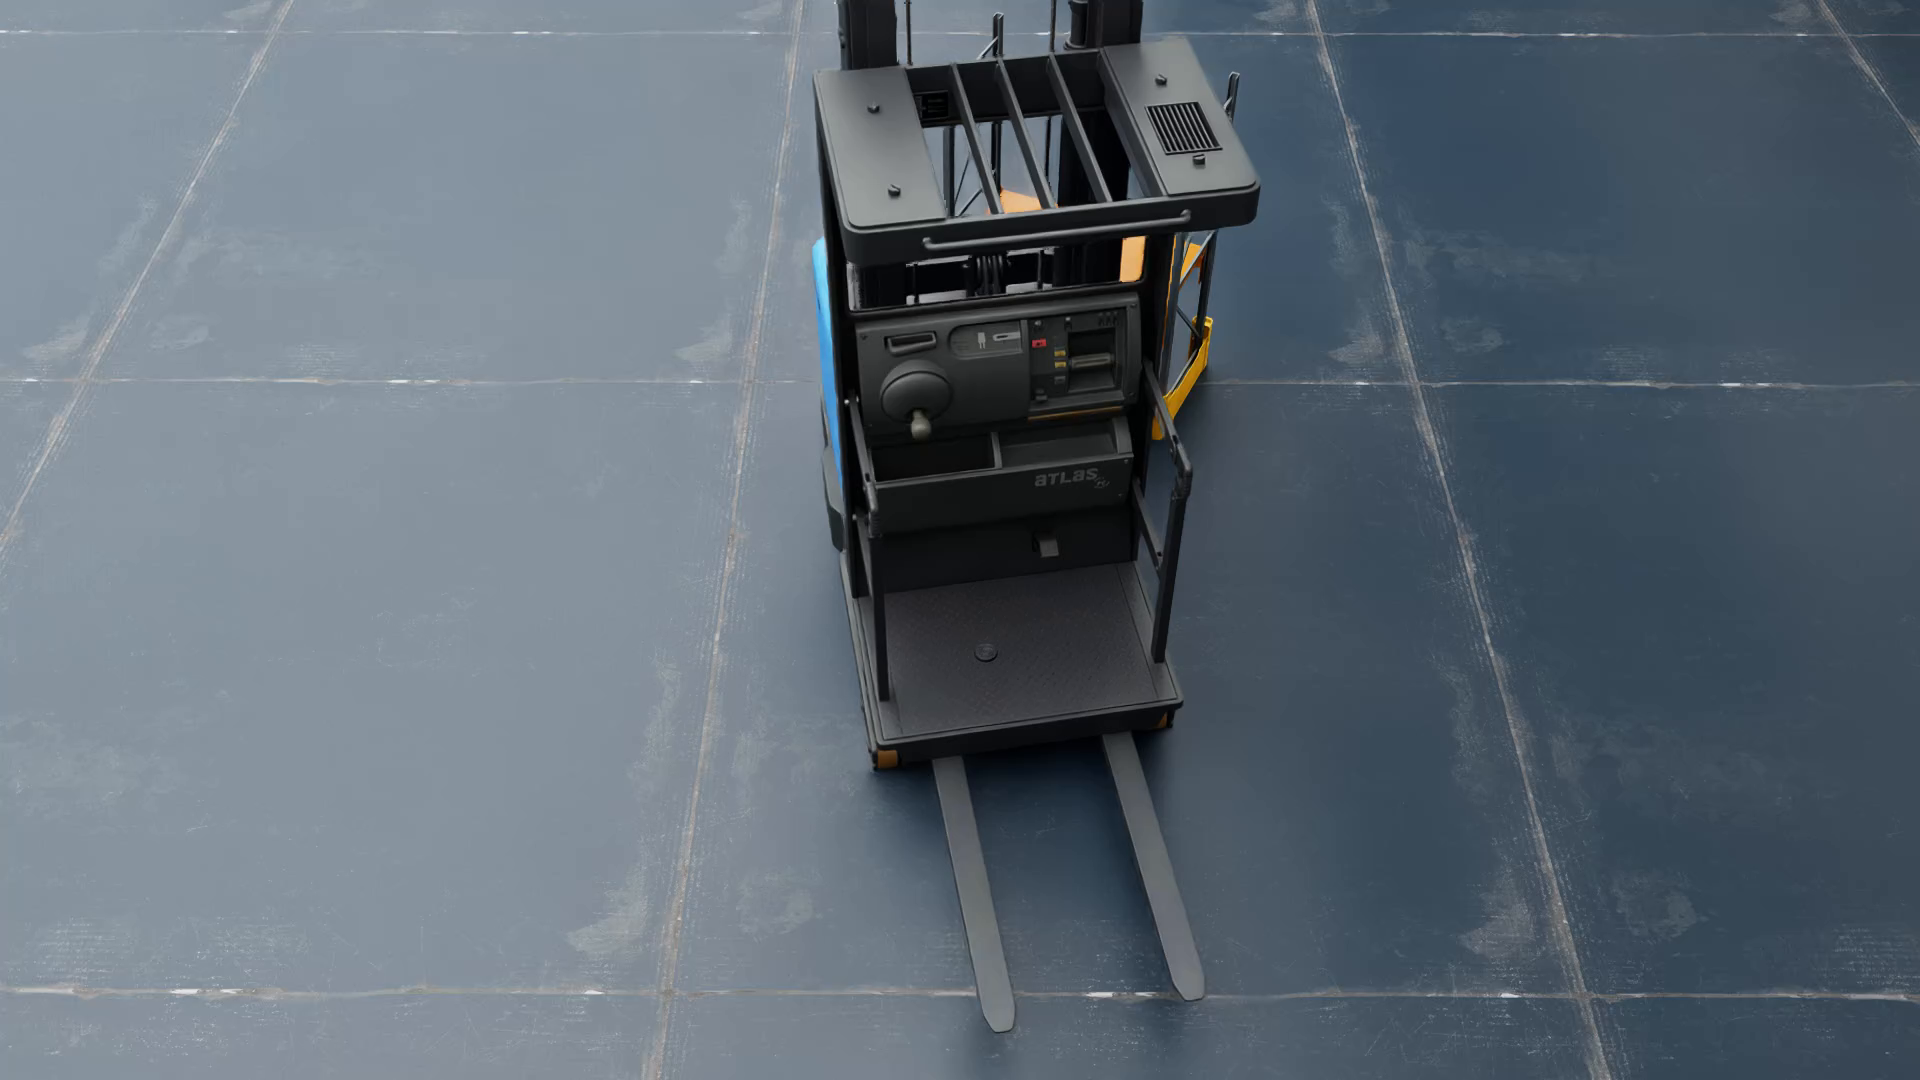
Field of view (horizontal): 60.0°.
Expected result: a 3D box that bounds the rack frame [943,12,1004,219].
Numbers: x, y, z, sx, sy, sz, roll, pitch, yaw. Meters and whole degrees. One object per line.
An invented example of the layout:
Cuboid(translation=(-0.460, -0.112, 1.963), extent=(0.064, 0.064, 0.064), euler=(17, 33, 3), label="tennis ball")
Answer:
Cuboid(translation=(0.054, -1.476, 7.180), extent=(0.032, 1.500, 0.500), euler=(20, 50, 18), label="rack frame")

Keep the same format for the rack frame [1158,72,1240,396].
Cuboid(translation=(0.965, -1.145, 6.872), extent=(0.032, 1.500, 0.500), euler=(20, 50, 18), label="rack frame")

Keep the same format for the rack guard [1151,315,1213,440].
Cuboid(translation=(0.964, -0.720, 7.330), extent=(0.087, 0.250, 0.587), euler=(20, 50, 18), label="rack guard")

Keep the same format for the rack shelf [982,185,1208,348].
Cuboid(translation=(0.510, -1.188, 7.158), extent=(1.000, 0.185, 0.538), euler=(20, 50, 18), label="rack shelf")

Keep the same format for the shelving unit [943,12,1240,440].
Cuboid(translation=(0.518, -1.308, 7.023), extent=(1.083, 1.500, 0.587), euler=(20, 50, 18), label="shelving unit")

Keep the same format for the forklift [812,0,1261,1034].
Cuboid(translation=(0.171, -0.463, 5.260), extent=(1.130, 2.935, 3.031), euler=(-7, 47, -7), label="forklift")
